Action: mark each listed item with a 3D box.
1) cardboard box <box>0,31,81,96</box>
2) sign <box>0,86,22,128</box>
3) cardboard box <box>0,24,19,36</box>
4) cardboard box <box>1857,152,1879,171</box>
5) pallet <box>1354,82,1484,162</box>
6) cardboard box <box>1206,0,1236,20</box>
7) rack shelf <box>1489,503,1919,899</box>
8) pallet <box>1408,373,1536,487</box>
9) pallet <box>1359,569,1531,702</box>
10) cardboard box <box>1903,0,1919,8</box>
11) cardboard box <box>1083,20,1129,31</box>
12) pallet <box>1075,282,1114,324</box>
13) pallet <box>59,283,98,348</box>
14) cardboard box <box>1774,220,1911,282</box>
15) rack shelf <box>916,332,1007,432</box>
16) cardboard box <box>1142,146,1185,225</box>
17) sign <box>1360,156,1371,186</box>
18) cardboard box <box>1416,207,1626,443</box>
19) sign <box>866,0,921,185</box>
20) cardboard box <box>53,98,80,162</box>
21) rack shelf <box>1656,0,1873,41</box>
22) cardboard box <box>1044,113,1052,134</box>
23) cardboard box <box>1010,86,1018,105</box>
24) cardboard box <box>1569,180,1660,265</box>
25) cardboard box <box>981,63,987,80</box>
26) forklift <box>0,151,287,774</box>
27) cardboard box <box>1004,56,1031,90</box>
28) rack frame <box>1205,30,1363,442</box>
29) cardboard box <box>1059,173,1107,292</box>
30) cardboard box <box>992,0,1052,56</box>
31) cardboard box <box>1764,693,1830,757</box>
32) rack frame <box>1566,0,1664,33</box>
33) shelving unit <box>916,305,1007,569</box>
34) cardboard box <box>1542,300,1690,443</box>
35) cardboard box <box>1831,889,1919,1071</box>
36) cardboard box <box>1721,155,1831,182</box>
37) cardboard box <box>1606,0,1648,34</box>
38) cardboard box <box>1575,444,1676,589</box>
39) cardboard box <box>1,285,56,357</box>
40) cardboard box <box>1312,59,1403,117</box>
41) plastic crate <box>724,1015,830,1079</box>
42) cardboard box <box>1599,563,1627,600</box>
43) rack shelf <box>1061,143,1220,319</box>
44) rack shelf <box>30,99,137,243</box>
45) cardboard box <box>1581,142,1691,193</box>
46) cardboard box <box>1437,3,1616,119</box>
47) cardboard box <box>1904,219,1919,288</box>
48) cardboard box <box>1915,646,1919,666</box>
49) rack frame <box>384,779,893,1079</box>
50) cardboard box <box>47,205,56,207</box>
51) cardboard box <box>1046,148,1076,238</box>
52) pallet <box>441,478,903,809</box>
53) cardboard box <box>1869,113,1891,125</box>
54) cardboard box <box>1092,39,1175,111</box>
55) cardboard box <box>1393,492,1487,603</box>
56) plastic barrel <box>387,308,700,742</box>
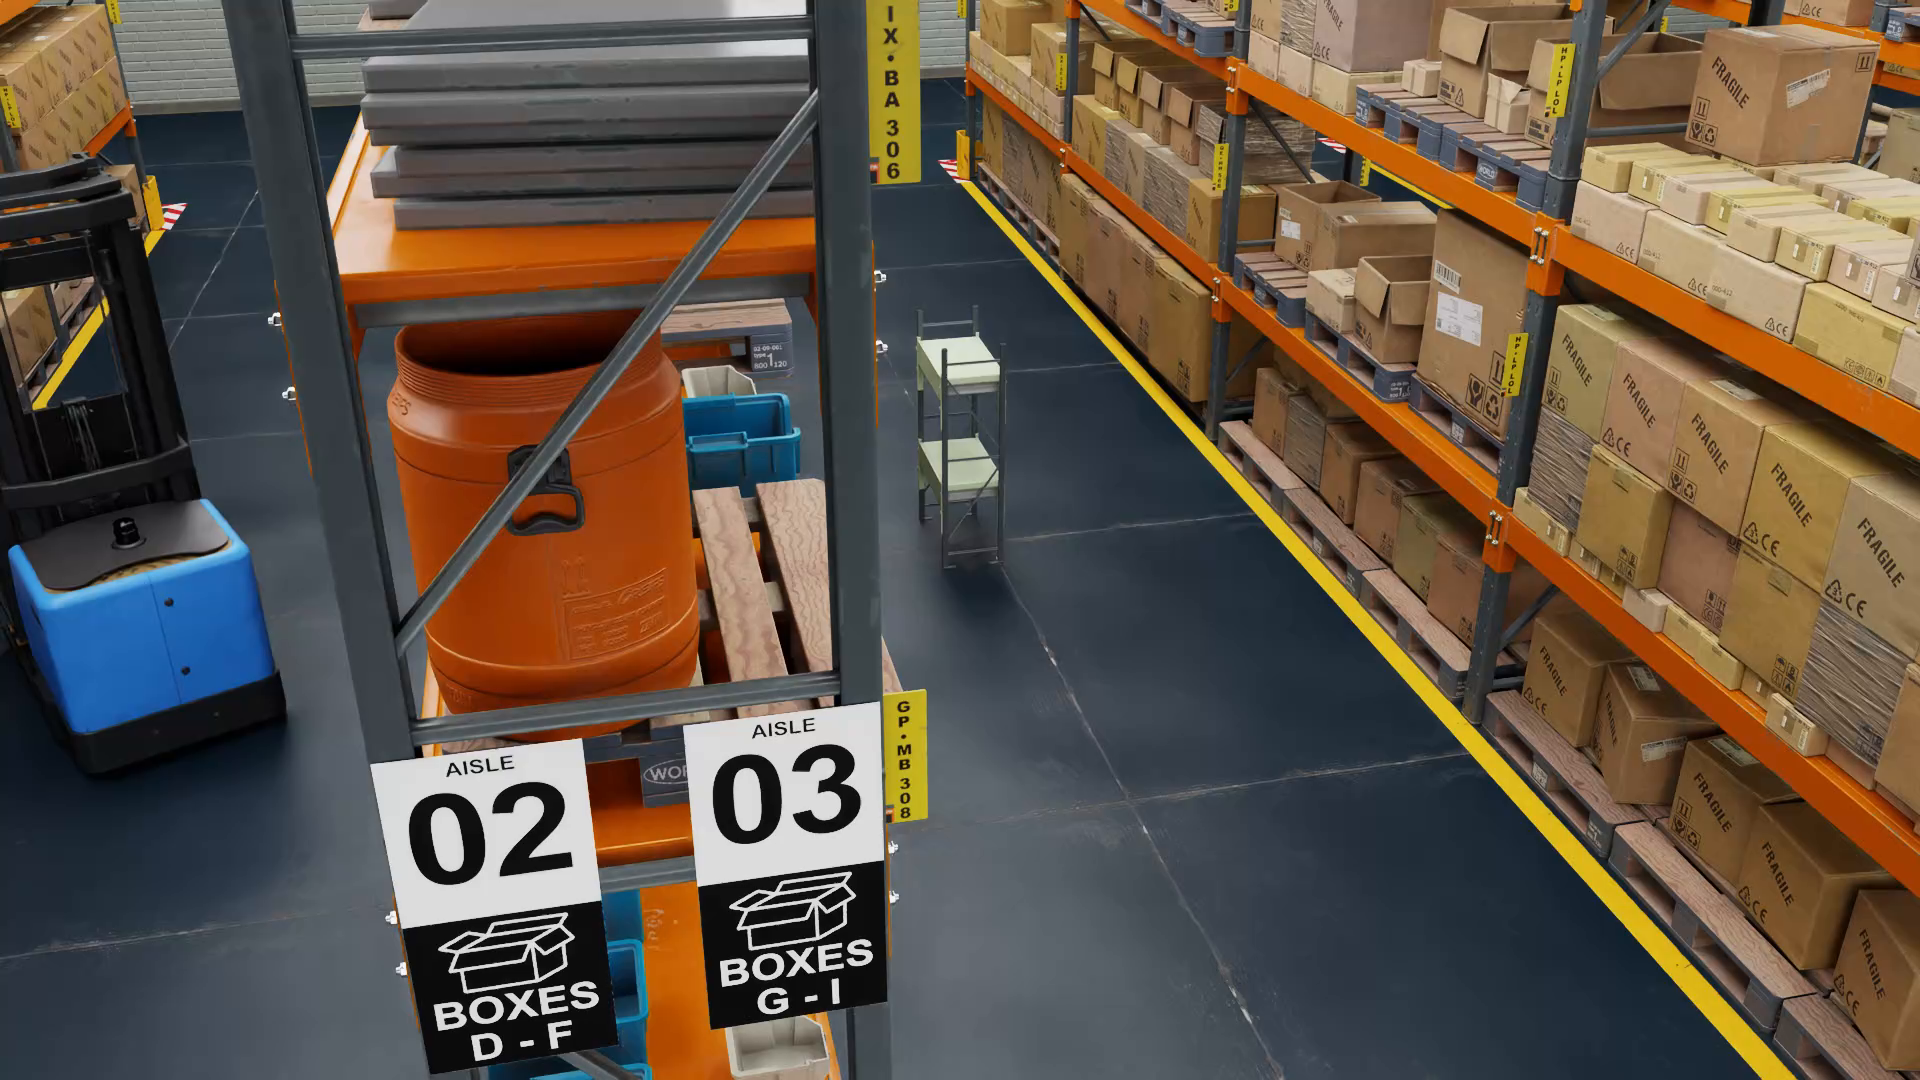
[{"bbox_3d":[-8.368,-4.314,15.094,0.500,0.500,0.500,-5,27,-10],"label":"cardboard box"},{"bbox_3d":[-7.647,-3.484,13.384,0.100,0.325,0.005,-6,27,-12],"label":"sign"},{"bbox_3d":[-9.012,-4.485,15.433,0.500,0.500,0.500,-6,27,-11],"label":"cardboard box"},{"bbox_3d":[7.309,-3.057,13.307,0.380,0.149,0.250,-5,27,-9],"label":"cardboard box"},{"bbox_3d":[2.996,-2.393,9.388,1.213,0.211,1.003,-6,27,-12],"label":"pallet"},{"bbox_3d":[2.159,-3.990,11.763,0.797,0.503,0.637,-4,27,-9],"label":"cardboard box"},{"bbox_3d":[3.719,0.798,6.985,1.077,0.370,4.000,-6,27,-12],"label":"rack shelf"},{"bbox_3d":[3.238,-0.666,9.299,1.003,0.211,1.213,-6,27,-12],"label":"pallet"},{"bbox_3d":[3.091,0.502,9.867,1.003,0.211,1.213,-6,27,-12],"label":"pallet"},{"bbox_3d":[7.353,-4.278,12.803,0.500,0.500,0.500,-6,27,-12],"label":"cardboard box"},{"bbox_3d":[1.503,-4.767,16.216,0.500,0.500,0.500,-6,27,-12],"label":"cardboard box"},{"bbox_3d":[1.713,-2.337,15.493,1.003,0.211,1.213,-6,27,-12],"label":"pallet"},{"bbox_3d":[-8.341,-1.965,14.756,1.003,0.211,1.213,-6,27,-12],"label":"pallet"},{"bbox_3d":[3.372,-1.108,6.359,0.380,0.149,0.250,-6,27,-13],"label":"cardboard box"},{"bbox_3d":[0.002,-1.015,10.577,0.431,0.370,0.720,-6,27,-12],"label":"rack shelf"},{"bbox_3d":[1.787,-2.840,13.284,0.500,0.500,0.500,-7,28,-13],"label":"cardboard box"},{"bbox_3d":[2.893,-2.698,11.915,0.100,0.325,0.005,-6,27,-12],"label":"sign"},{"bbox_3d":[3.226,-1.219,9.051,1.000,1.000,1.000,-6,27,-11],"label":"cardboard box"},{"bbox_3d":[-0.119,-0.781,2.889,0.100,0.325,0.005,-6,27,-12],"label":"sign"},{"bbox_3d":[-8.265,-3.649,14.886,0.500,0.500,0.500,-6,27,-12],"label":"cardboard box"},{"bbox_3d":[6.771,-4.512,14.177,1.077,0.370,4.000,-6,27,-12],"label":"rack shelf"},{"bbox_3d":[1.019,-4.015,16.000,0.380,0.149,0.250,-5,27,-11],"label":"cardboard box"},{"bbox_3d":[0.731,-4.577,17.115,0.380,0.149,0.250,-6,27,-11],"label":"cardboard box"},{"bbox_3d":[3.120,-1.450,7.477,0.500,0.250,0.500,-7,28,-14],"label":"cardboard box"},{"bbox_3d":[0.440,-5.143,18.235,0.380,0.149,0.250,-7,28,-13],"label":"cardboard box"},{"bbox_3d":[-4.983,-0.708,9.246,1.130,2.935,3.031,-19,32,-33],"label":"forklift"},{"bbox_3d":[0.765,-4.820,17.153,0.500,0.250,0.500,-6,27,-13],"label":"cardboard box"},{"bbox_3d":[2.367,-2.157,12.041,1.000,3.000,0.127,-6,27,-12],"label":"rack frame"},{"bbox_3d":[1.629,-2.873,15.352,1.225,0.875,0.875,-6,27,-11],"label":"cardboard box"},{"bbox_3d":[0.644,-5.385,17.441,0.500,0.500,0.500,-7,28,-13],"label":"cardboard box"},{"bbox_3d":[3.464,0.715,6.629,0.380,0.149,0.250,-6,27,-12],"label":"cardboard box"},{"bbox_3d":[6.321,-4.372,16.430,1.000,3.000,0.127,-6,27,-12],"label":"rack frame"},{"bbox_3d":[0.002,-0.667,10.753,0.431,1.500,0.755,-6,27,-12],"label":"shelving unit"},{"bbox_3d":[3.122,-0.801,7.805,0.500,0.500,0.500,-6,27,-12],"label":"cardboard box"},{"bbox_3d":[3.877,1.749,6.611,0.500,0.500,0.500,1,27,2],"label":"cardboard box"},{"bbox_3d":[3.594,-1.611,7.355,0.380,0.149,0.250,-6,27,-11],"label":"cardboard box"},{"bbox_3d":[6.456,-5.219,16.557,0.500,0.500,0.500,-5,27,-10],"label":"cardboard box"},{"bbox_3d":[3.388,-0.152,7.627,0.875,0.500,0.500,-6,27,-12],"label":"cardboard box"},{"bbox_3d":[-7.796,-1.802,13.623,0.500,0.500,0.500,-6,27,-12],"label":"cardboard box"},{"bbox_3d":[2.465,-2.747,10.047,0.500,0.250,0.500,-5,27,-10],"label":"cardboard box"},{"bbox_3d":[-0.544,1.550,4.989,0.298,0.136,0.250,-6,27,-12],"label":"plastic crate"},{"bbox_3d":[3.216,0.163,7.724,0.380,0.149,0.250,-6,27,-12],"label":"cardboard box"},{"bbox_3d":[1.916,-2.714,13.943,1.077,0.370,4.000,-6,27,-12],"label":"rack shelf"},{"bbox_3d":[-8.638,-3.466,15.432,1.077,0.370,4.000,-6,27,-12],"label":"rack shelf"},{"bbox_3d":[3.041,-1.677,7.485,0.380,0.149,0.250,-7,28,-13],"label":"cardboard box"},{"bbox_3d":[3.046,-2.604,9.016,0.797,0.503,0.637,-5,27,-9],"label":"cardboard box"},{"bbox_3d":[3.574,-1.039,5.502,0.500,0.500,0.500,-6,27,-12],"label":"cardboard box"},{"bbox_3d":[3.687,0.296,5.631,0.500,0.500,0.500,-6,27,-12],"label":"cardboard box"},{"bbox_3d":[-0.656,1.858,4.087,1.000,3.000,0.127,-6,27,-12],"label":"rack frame"},{"bbox_3d":[-9.129,-3.147,16.565,0.500,0.250,0.500,-6,27,-12],"label":"cardboard box"},{"bbox_3d":[1.395,-3.450,16.494,0.875,0.875,0.875,-6,27,-12],"label":"cardboard box"},{"bbox_3d":[-0.747,0.230,4.192,1.003,0.211,1.213,-6,27,-12],"label":"pallet"},{"bbox_3d":[10.881,-4.643,19.343,0.875,0.438,0.875,-7,28,-13],"label":"cardboard box"},{"bbox_3d":[1.617,-4.126,14.718,0.797,0.503,0.637,-7,28,-13],"label":"cardboard box"},{"bbox_3d":[3.062,0.035,9.983,0.700,0.500,0.500,-6,27,-12],"label":"cardboard box"},{"bbox_3d":[-0.889,-0.061,3.616,0.600,0.830,0.708,-6,27,-12],"label":"plastic barrel"}]
